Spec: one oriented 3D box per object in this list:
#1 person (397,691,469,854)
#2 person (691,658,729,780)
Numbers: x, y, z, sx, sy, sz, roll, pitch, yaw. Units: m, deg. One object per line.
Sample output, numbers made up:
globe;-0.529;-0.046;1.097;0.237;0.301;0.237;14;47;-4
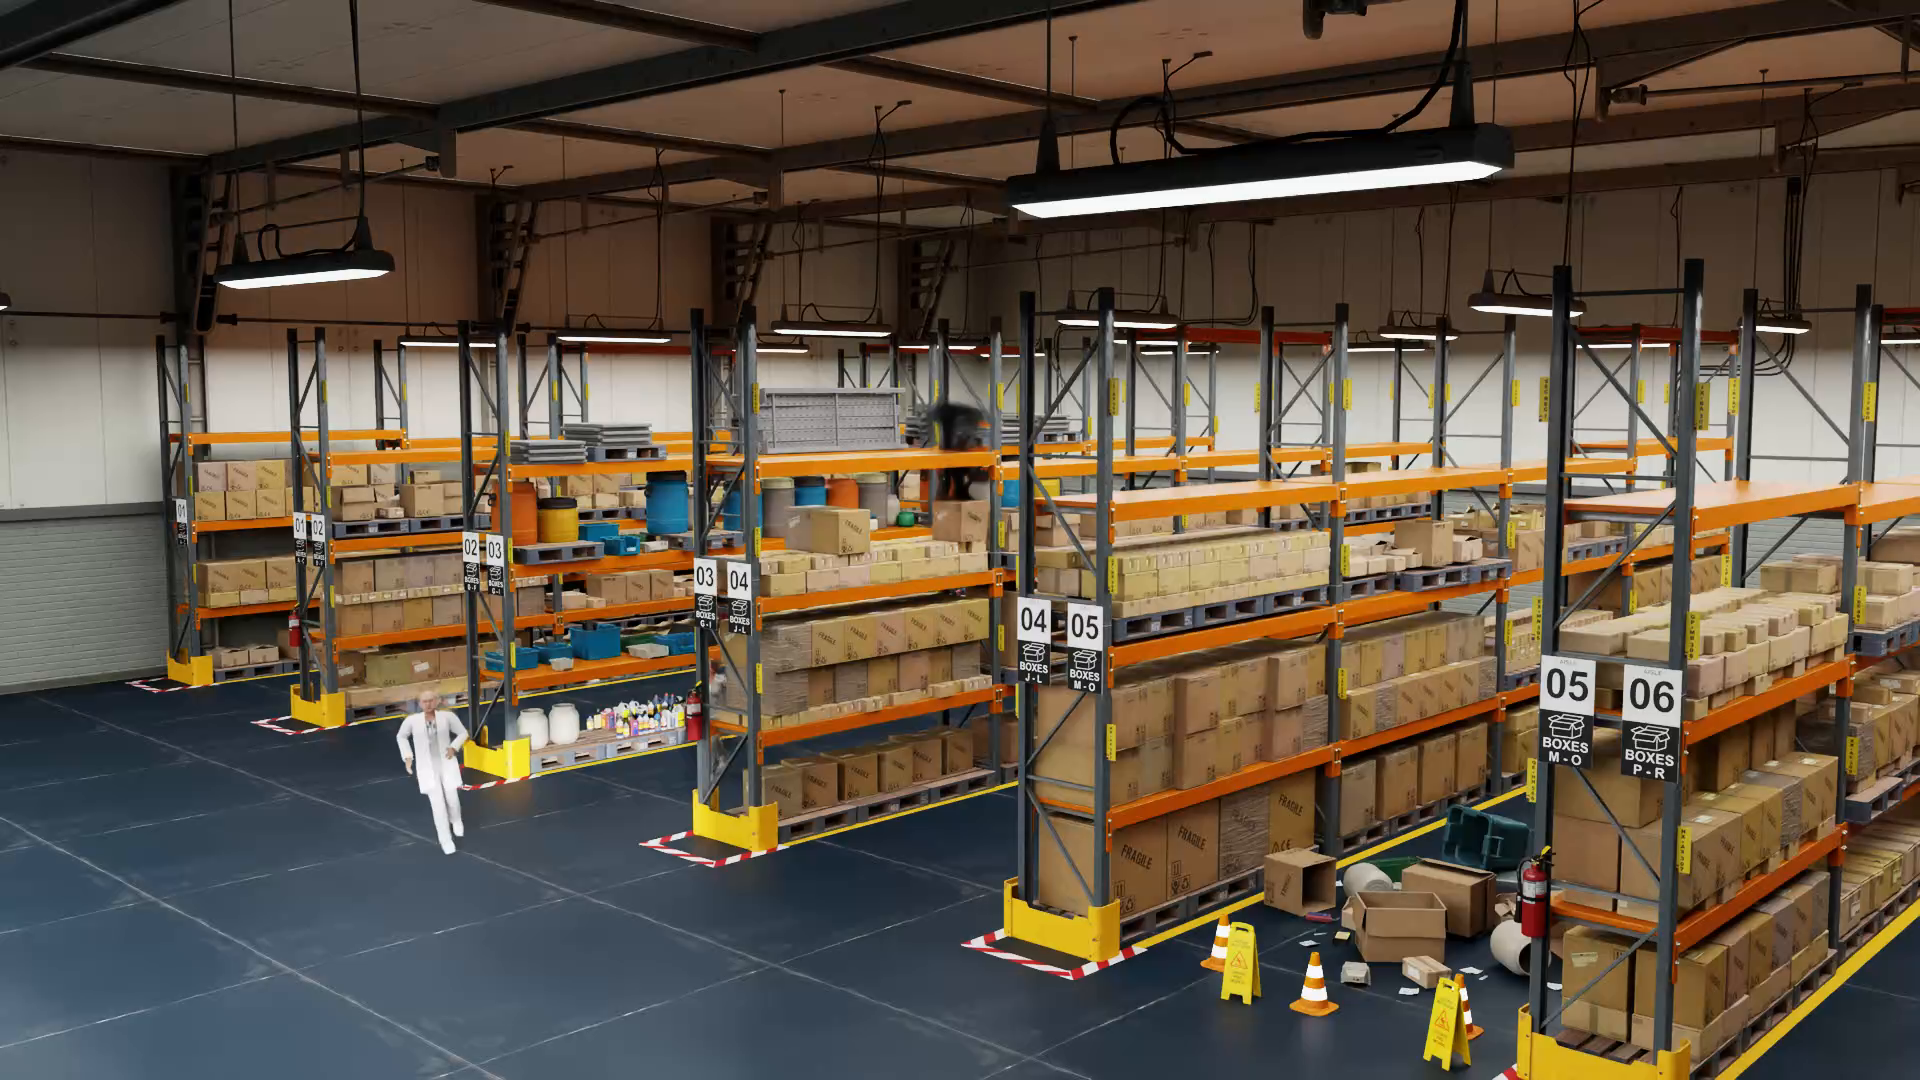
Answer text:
person;-5.836;2.540;18.465;0.759;1.743;1.055;-2;6;-21
person;-3.200;2.322;21.610;0.497;1.624;0.822;2;6;21
